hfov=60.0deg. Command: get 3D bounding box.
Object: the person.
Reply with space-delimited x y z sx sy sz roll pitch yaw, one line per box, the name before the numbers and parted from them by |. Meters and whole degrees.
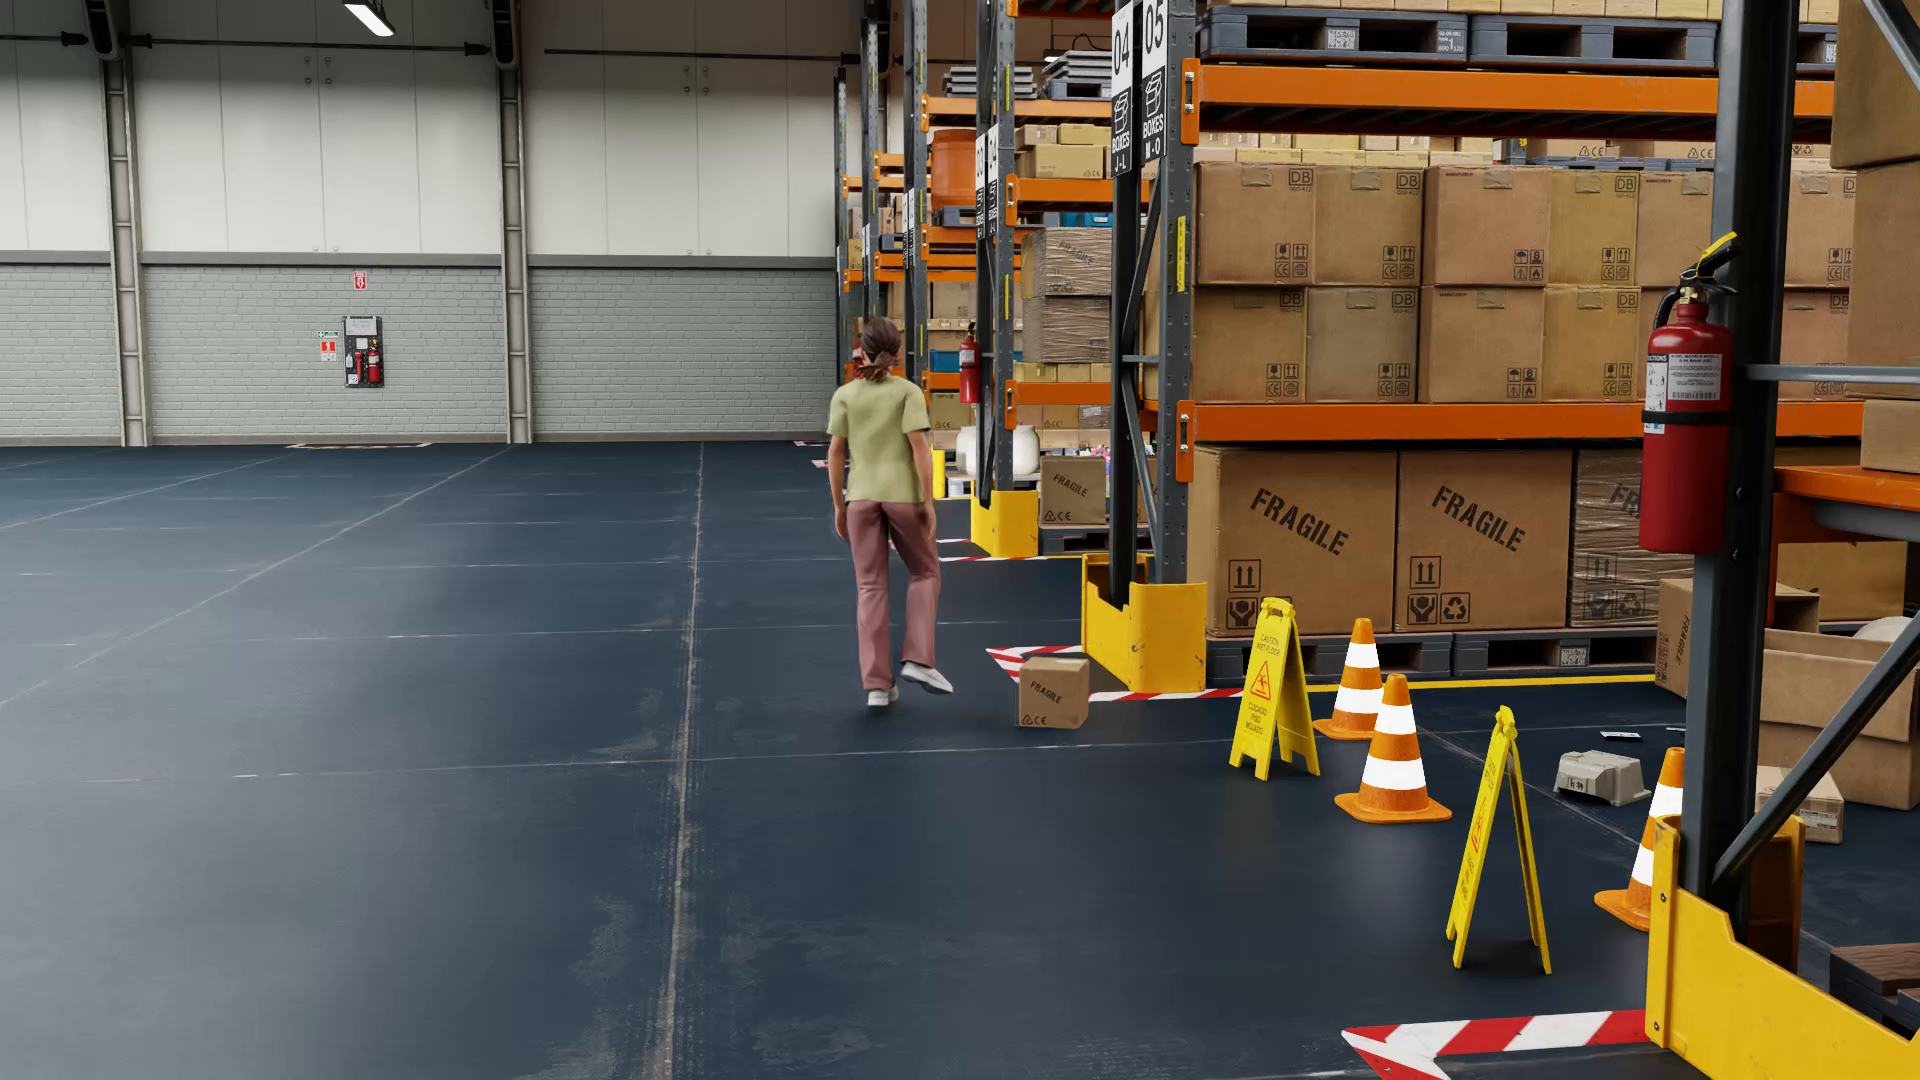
person | -0.309 -0.127 7.215 0.539 1.663 0.497 1 7 7
